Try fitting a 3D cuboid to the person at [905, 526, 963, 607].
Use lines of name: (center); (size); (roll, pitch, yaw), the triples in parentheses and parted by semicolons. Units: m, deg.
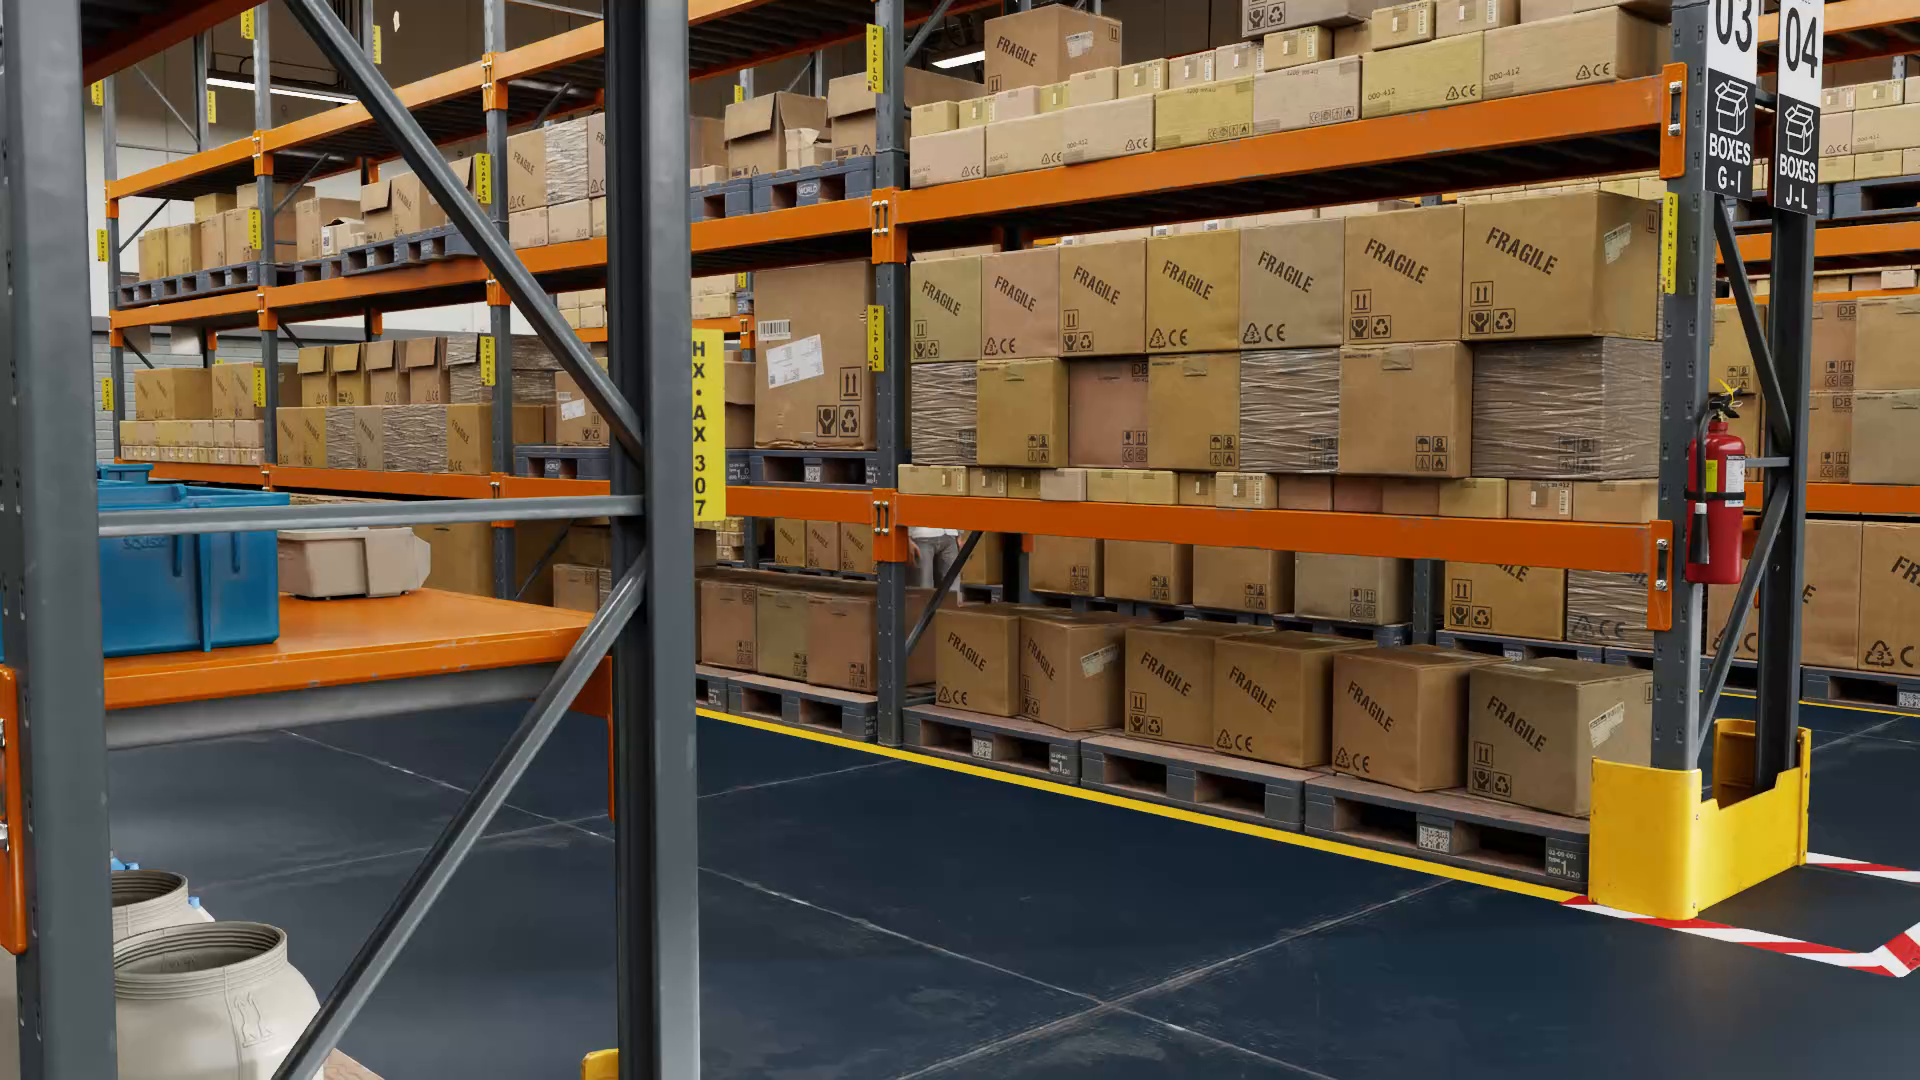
person: (-0.184, 0.006, 11.001); (0.466, 1.769, 0.579); (4, 5, 43)
